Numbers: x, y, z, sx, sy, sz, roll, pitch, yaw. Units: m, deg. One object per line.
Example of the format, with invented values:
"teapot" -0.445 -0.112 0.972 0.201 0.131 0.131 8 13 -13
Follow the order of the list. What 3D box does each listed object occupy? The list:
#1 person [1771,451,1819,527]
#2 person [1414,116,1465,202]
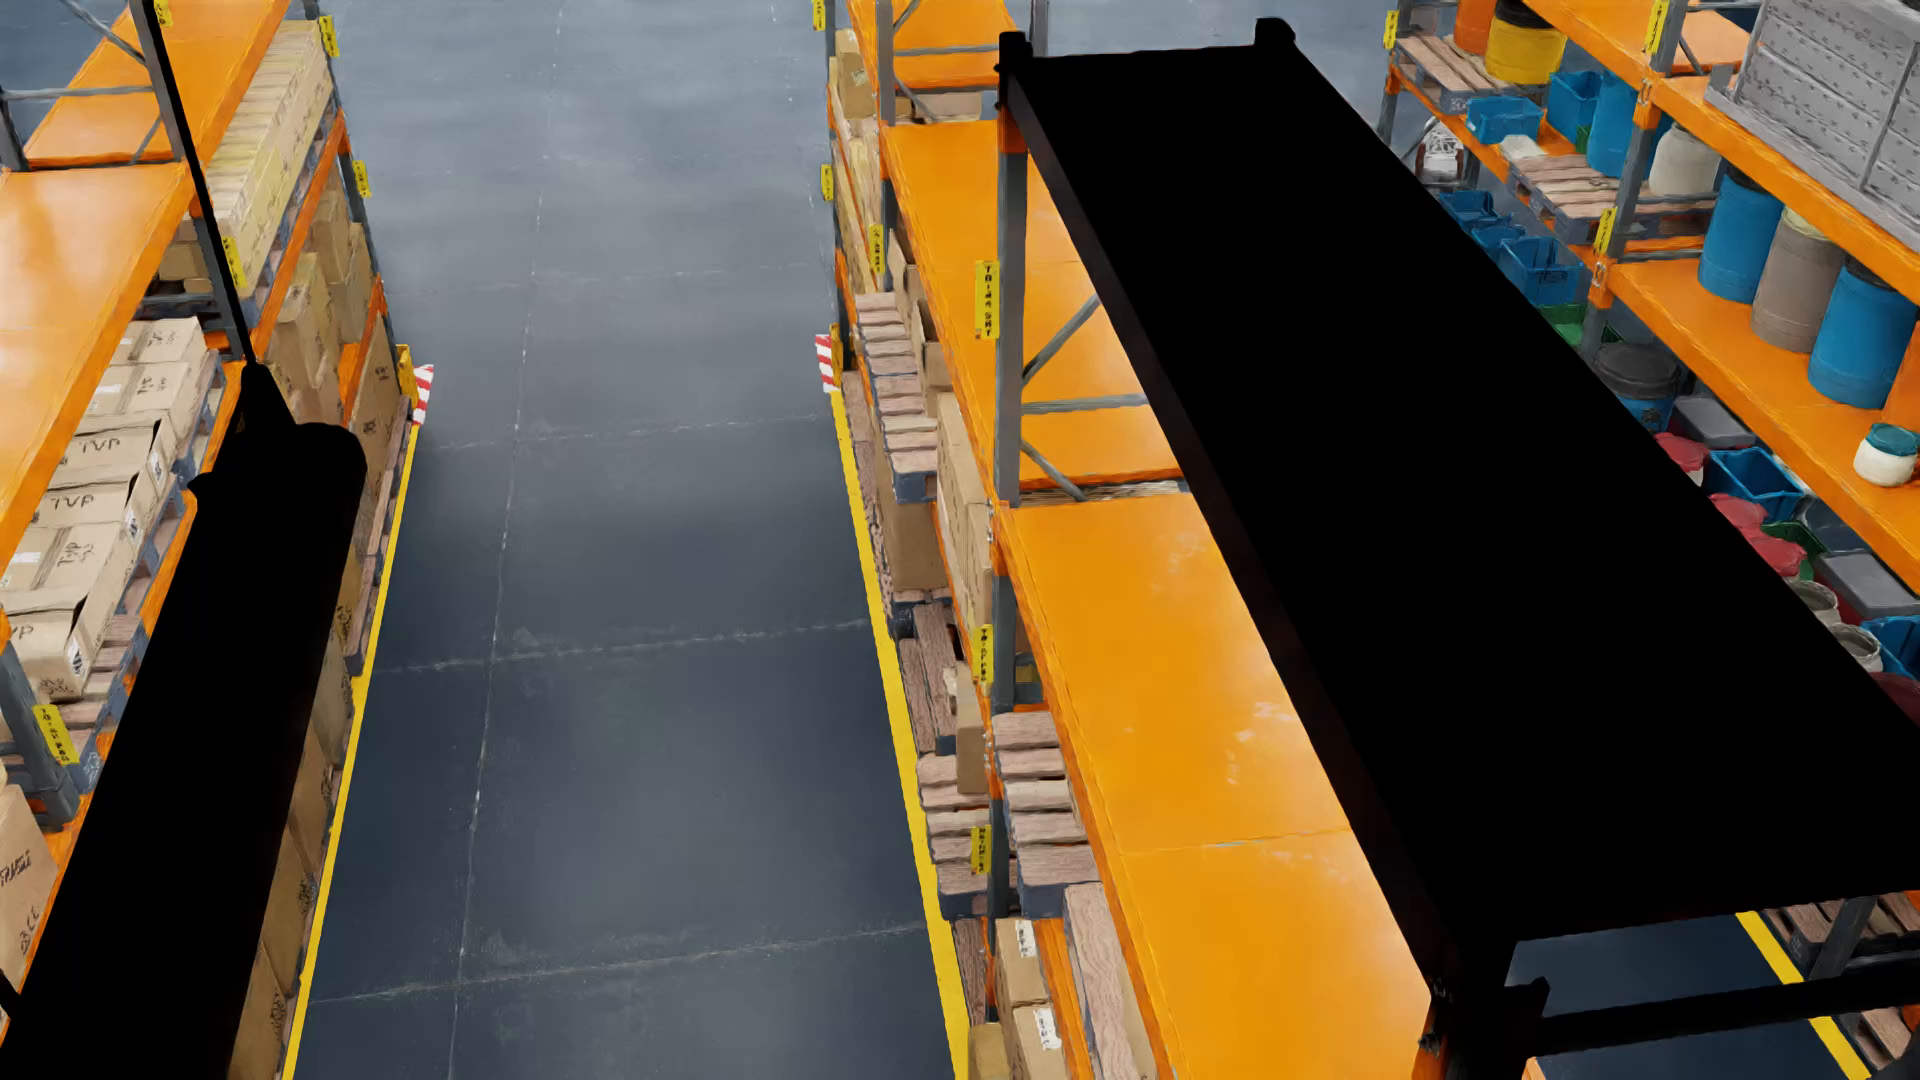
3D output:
"person" 6.398 -0.435 12.687 0.639 1.628 0.506 -6 37 -9
"person" 4.982 -3.856 17.338 0.503 1.612 0.939 7 37 10
